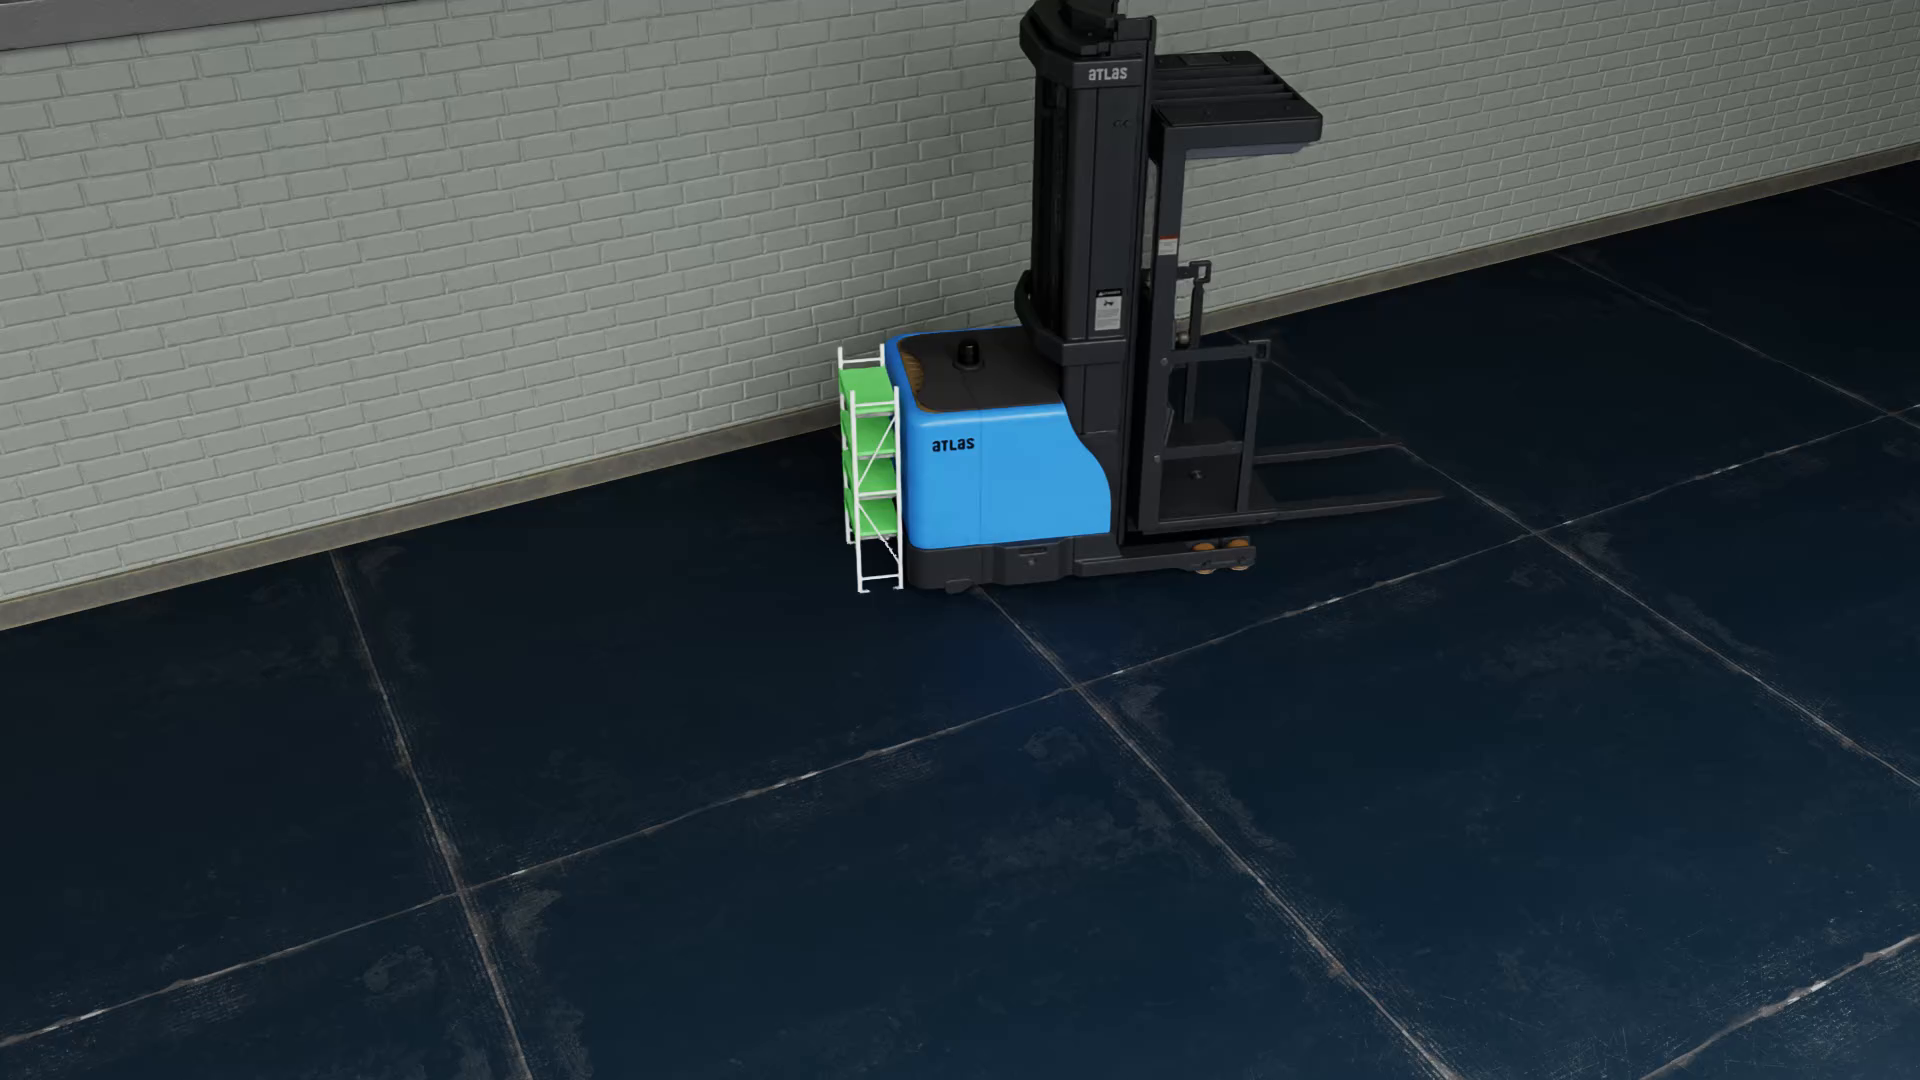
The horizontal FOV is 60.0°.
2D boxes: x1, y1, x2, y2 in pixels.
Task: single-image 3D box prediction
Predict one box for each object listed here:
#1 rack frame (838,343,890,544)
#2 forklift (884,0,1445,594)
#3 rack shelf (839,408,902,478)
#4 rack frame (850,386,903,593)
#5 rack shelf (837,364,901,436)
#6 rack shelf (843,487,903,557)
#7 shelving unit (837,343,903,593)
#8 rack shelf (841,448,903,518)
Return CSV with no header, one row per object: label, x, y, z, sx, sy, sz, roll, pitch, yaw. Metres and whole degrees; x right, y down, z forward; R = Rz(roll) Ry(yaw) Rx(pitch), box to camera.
rack frame,-0.511,-0.498,8.915,0.240,1.200,0.015,-6,33,-9
forklift,1.143,-1.326,8.603,3.031,2.935,1.130,-5,33,-8
rack shelf,-0.466,-0.517,8.618,0.258,0.148,0.480,-6,33,-9
rack frame,-0.422,-0.239,8.511,0.240,1.200,0.015,-6,33,-9
rack shelf,-0.466,-0.719,8.488,0.258,0.148,0.480,-6,33,-9
rack shelf,-0.466,-0.113,8.877,0.258,0.148,0.480,-6,33,-9
shelving unit,-0.466,-0.369,8.713,0.258,1.200,0.503,-6,33,-9
rack shelf,-0.466,-0.315,8.747,0.258,0.148,0.480,-6,33,-9
